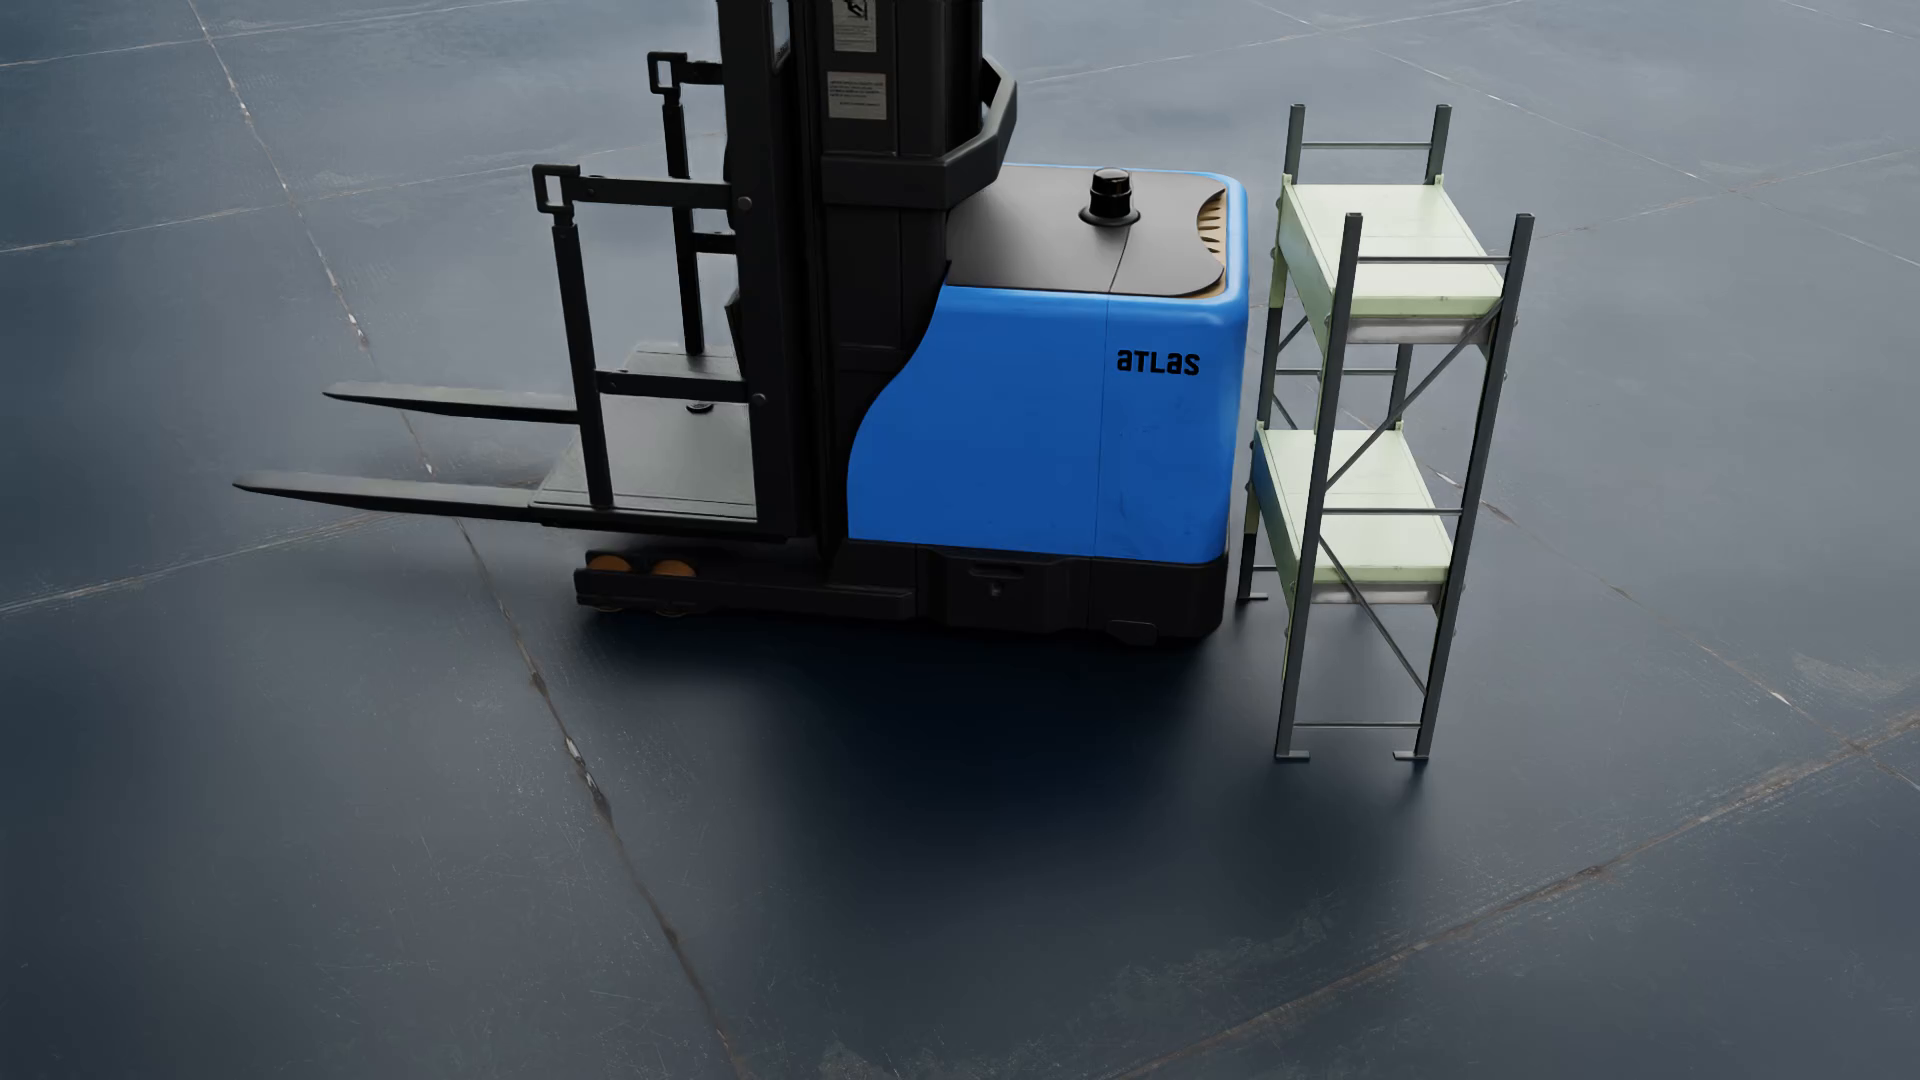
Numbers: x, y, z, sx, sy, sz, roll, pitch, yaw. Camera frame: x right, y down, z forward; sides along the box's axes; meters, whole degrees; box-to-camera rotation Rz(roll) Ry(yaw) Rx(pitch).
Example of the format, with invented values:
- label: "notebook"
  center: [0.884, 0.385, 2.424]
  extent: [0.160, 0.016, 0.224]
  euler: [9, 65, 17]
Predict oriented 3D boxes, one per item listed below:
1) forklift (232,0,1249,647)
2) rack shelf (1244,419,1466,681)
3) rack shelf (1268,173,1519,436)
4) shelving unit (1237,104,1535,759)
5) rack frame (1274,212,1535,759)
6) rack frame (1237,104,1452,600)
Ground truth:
- label: "forklift"
  center: [-0.692, -1.283, 4.536]
  extent: [3.031, 2.935, 1.130]
  euler: [4, 33, 7]
- label: "rack shelf"
  center: [1.030, 0.013, 4.444]
  extent: [0.431, 0.370, 0.720]
  euler: [0, 33, 0]
- label: "rack shelf"
  center: [1.030, -0.590, 4.058]
  extent: [0.431, 0.370, 0.720]
  euler: [0, 33, 0]
- label: "shelving unit"
  center: [1.030, -0.262, 4.268]
  extent: [0.431, 1.500, 0.755]
  euler: [0, 33, 0]
- label: "rack frame"
  center: [1.027, -0.064, 3.960]
  extent: [0.400, 1.500, 0.023]
  euler: [0, 33, 0]
- label: "rack frame"
  center: [1.032, -0.459, 4.577]
  extent: [0.400, 1.500, 0.023]
  euler: [0, 33, 0]
